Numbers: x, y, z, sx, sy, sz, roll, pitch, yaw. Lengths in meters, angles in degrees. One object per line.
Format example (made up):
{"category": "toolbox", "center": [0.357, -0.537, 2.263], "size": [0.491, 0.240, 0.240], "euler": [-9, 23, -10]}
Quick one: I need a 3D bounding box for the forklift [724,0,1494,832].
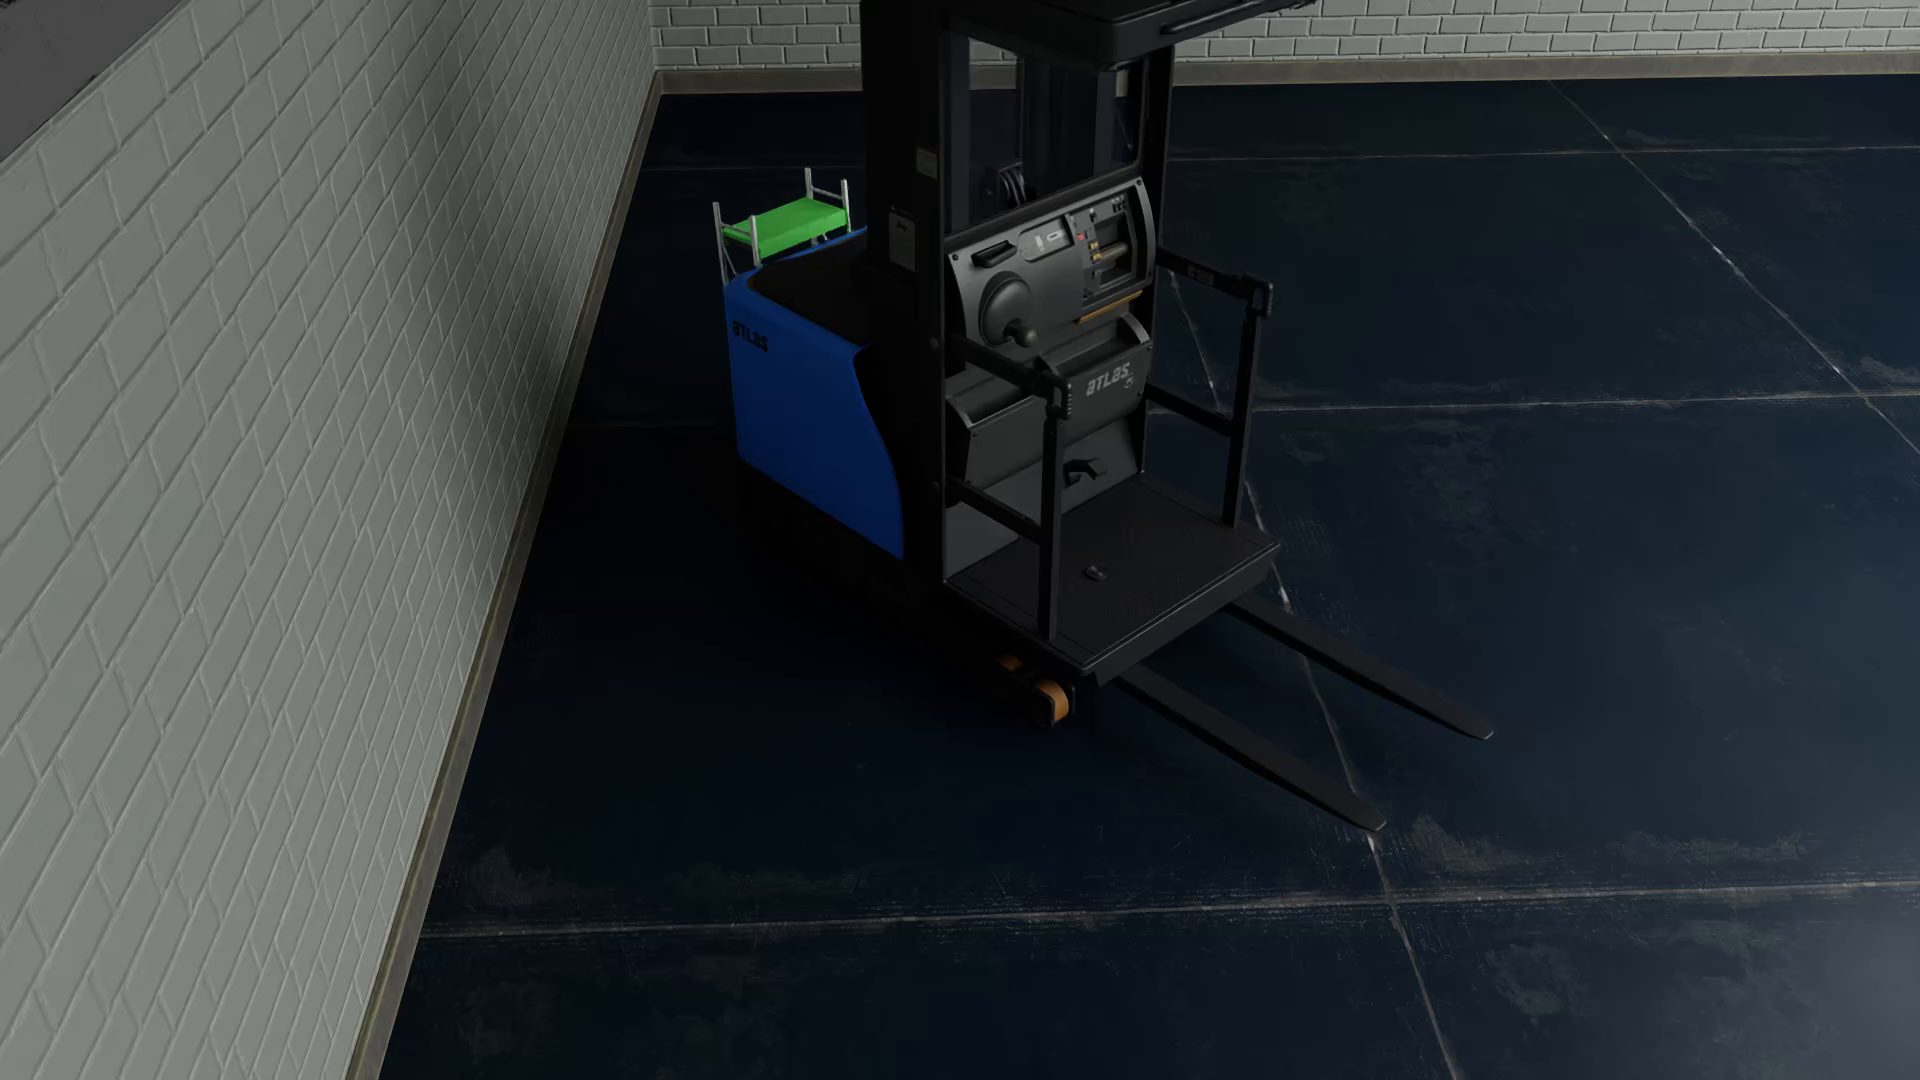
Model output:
{"category": "forklift", "center": [0.468, -0.887, 5.456], "size": [1.130, 2.935, 3.031], "euler": [-28, 44, -35]}

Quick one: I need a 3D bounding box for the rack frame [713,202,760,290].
{"category": "rack frame", "center": [-0.861, -0.787, 6.820], "size": [0.240, 1.200, 0.015], "euler": [25, 42, 37]}

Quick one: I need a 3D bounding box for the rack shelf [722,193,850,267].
{"category": "rack shelf", "center": [-0.710, -1.239, 6.743], "size": [0.258, 0.148, 0.480], "euler": [25, 42, 37]}

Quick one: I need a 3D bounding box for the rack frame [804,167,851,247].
{"category": "rack frame", "center": [-0.525, -0.989, 7.112], "size": [0.240, 1.200, 0.015], "euler": [25, 42, 37]}

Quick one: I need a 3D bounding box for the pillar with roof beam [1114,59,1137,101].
{"category": "pillar with roof beam", "center": [1.199, -4.220, 4.940], "size": [0.400, 9.000, 9.100], "euler": [-2, 35, -2]}

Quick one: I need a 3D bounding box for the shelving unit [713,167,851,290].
{"category": "shelving unit", "center": [-0.693, -0.888, 6.966], "size": [0.258, 1.200, 0.503], "euler": [25, 42, 37]}
